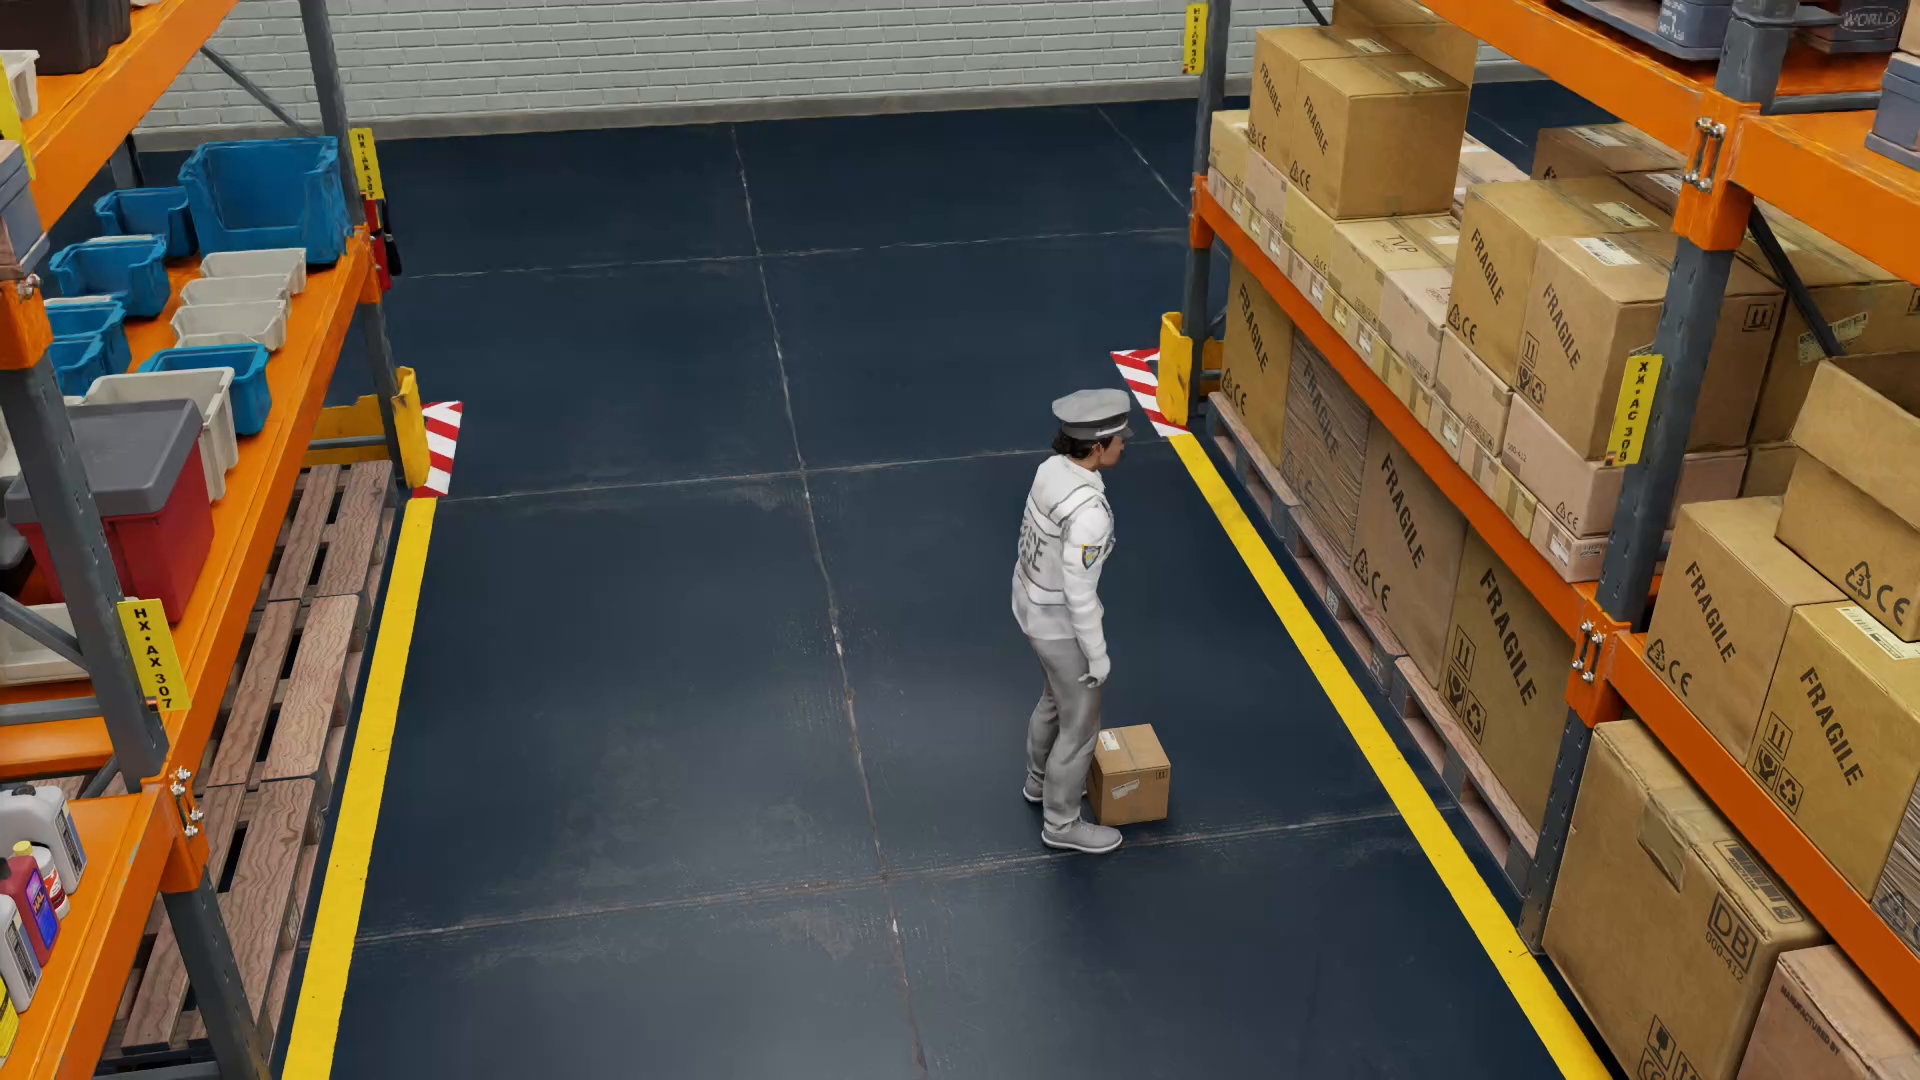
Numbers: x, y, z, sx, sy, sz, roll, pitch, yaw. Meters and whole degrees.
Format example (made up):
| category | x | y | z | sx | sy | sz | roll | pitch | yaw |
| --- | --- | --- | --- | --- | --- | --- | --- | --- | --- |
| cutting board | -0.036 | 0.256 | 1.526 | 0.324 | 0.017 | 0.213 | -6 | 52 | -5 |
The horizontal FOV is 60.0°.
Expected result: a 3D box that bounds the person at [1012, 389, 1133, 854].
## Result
| category | x | y | z | sx | sy | sz | roll | pitch | yaw |
| --- | --- | --- | --- | --- | --- | --- | --- | --- | --- |
| person | 0.374 | 0.275 | 5.668 | 0.377 | 1.663 | 0.539 | -6 | 31 | -10 |
